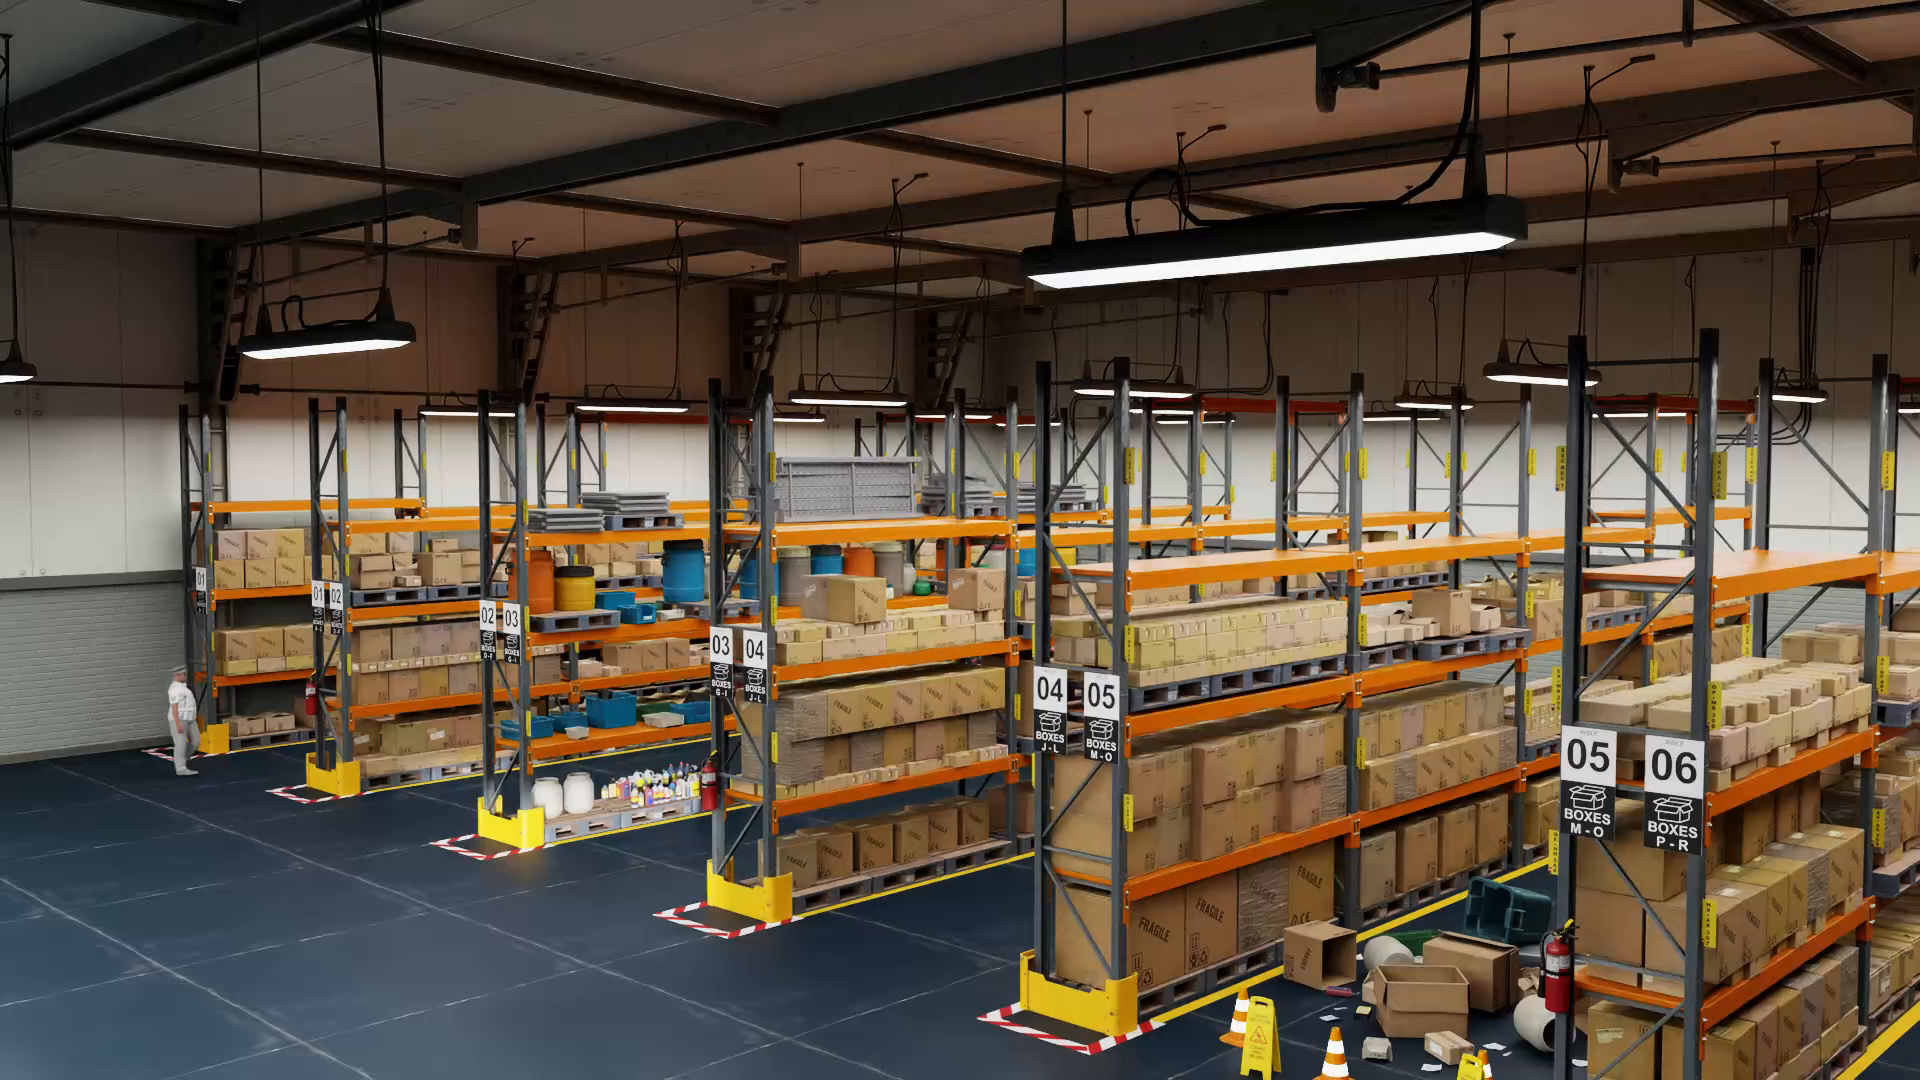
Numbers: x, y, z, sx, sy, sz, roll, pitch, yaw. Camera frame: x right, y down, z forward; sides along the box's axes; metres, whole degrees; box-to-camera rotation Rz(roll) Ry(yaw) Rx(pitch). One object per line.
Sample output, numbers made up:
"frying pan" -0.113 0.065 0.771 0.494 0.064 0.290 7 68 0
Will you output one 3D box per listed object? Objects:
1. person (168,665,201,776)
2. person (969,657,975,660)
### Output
"person" -12.452 2.901 26.667 0.503 1.799 0.598 0 3 7
"person" 0.639 2.162 40.861 1.047 1.651 0.625 2 4 35
